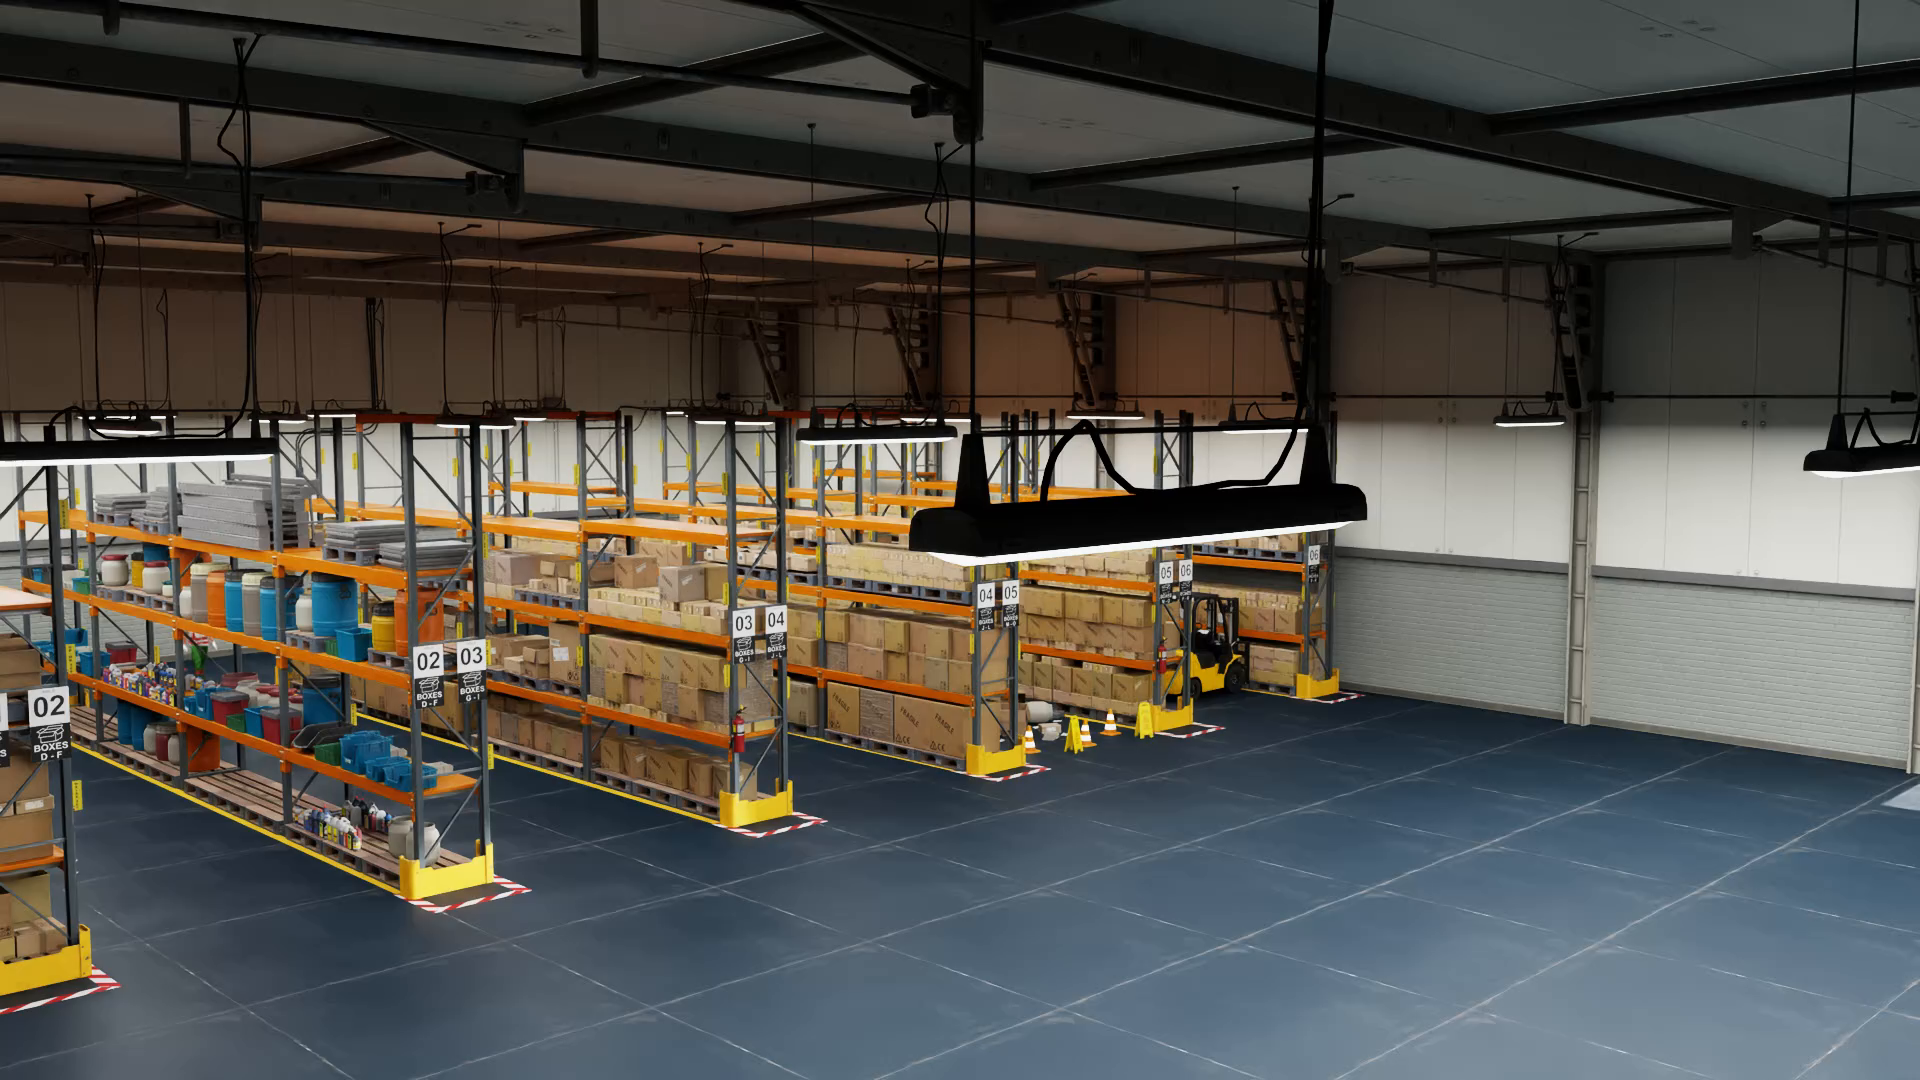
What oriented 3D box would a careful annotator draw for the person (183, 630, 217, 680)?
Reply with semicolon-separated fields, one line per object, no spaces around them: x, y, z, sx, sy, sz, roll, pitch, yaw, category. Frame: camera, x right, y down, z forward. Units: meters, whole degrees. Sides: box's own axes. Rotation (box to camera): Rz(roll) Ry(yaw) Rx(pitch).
-16.534;2.297;36.165;0.665;1.725;1.034;-5;7;-44;person
